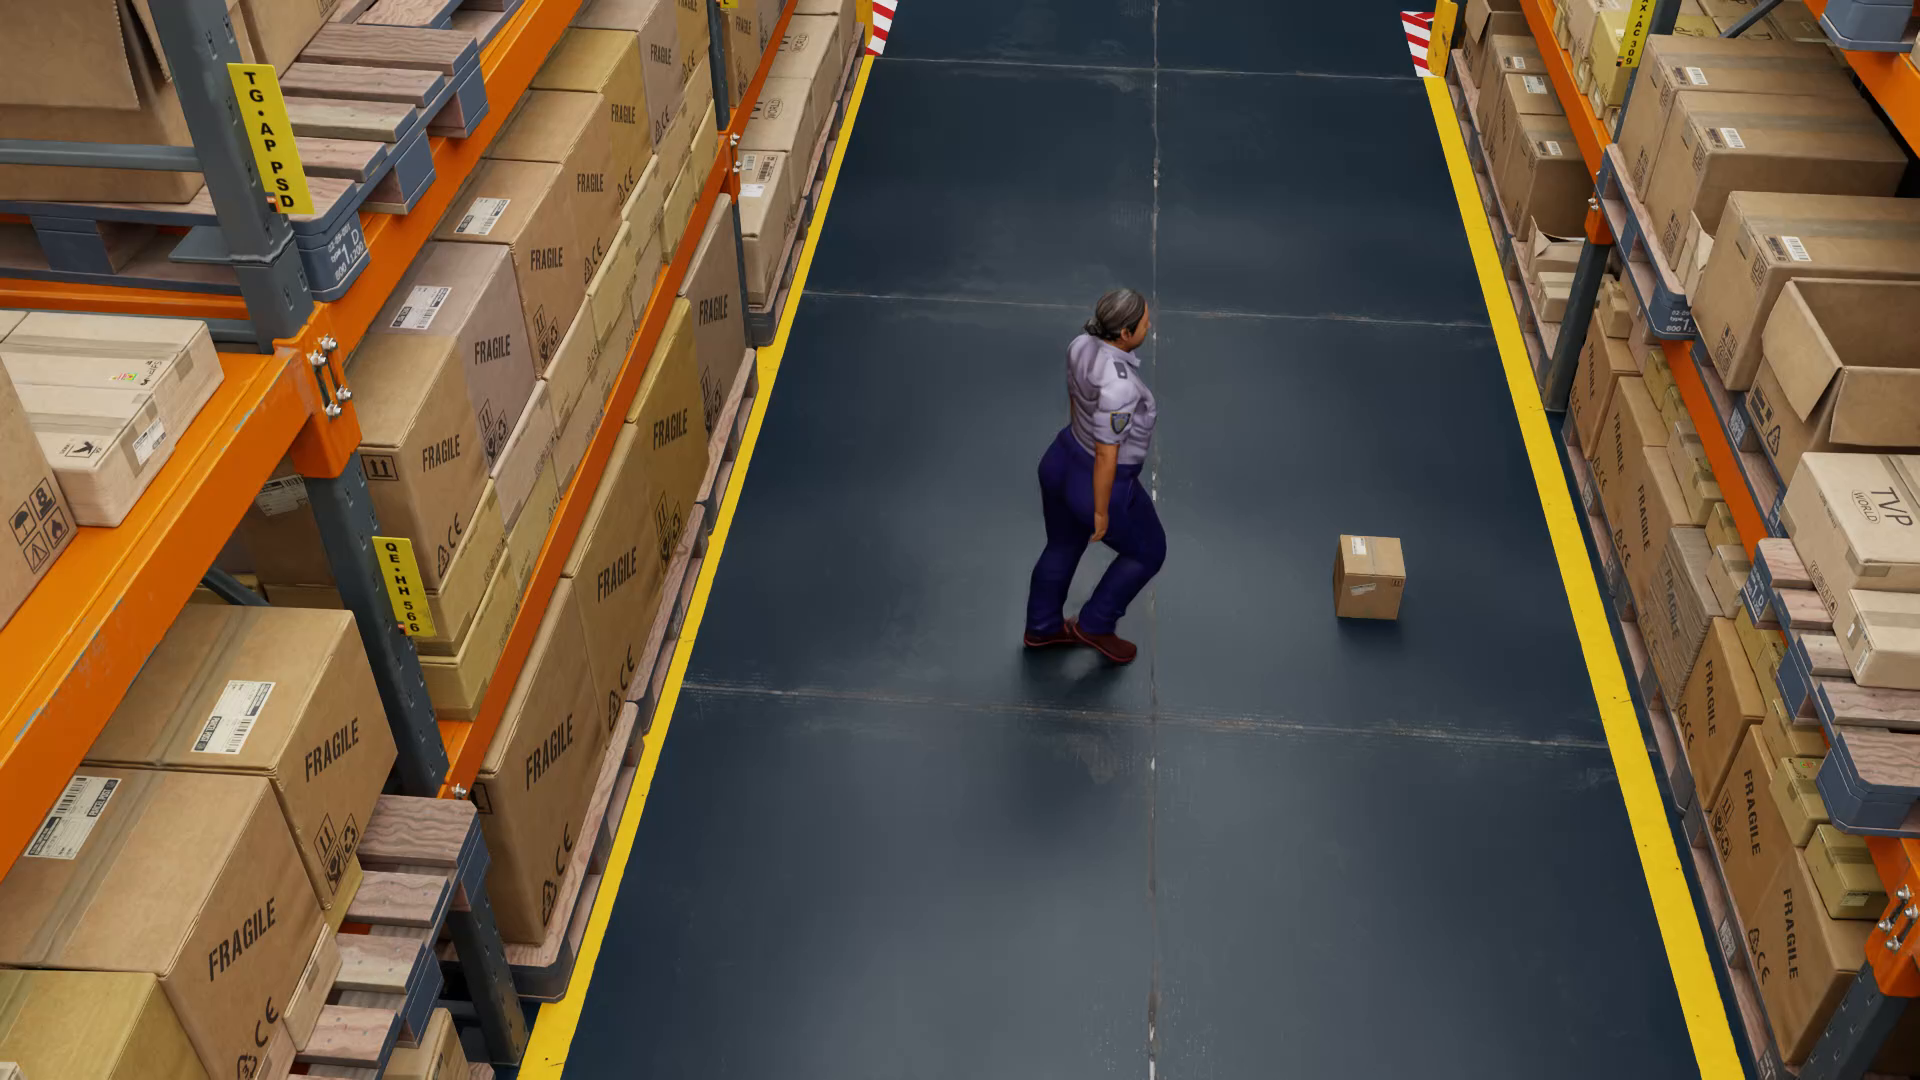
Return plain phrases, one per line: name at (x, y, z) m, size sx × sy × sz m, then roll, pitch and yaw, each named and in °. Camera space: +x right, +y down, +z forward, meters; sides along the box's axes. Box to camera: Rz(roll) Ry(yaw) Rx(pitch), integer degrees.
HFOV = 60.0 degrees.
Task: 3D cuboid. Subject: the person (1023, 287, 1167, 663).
person at (0.510, -0.232, 6.419) m, size 0.500 × 1.636 × 0.491 m, roll -18°, pitch 43°, yaw -20°
